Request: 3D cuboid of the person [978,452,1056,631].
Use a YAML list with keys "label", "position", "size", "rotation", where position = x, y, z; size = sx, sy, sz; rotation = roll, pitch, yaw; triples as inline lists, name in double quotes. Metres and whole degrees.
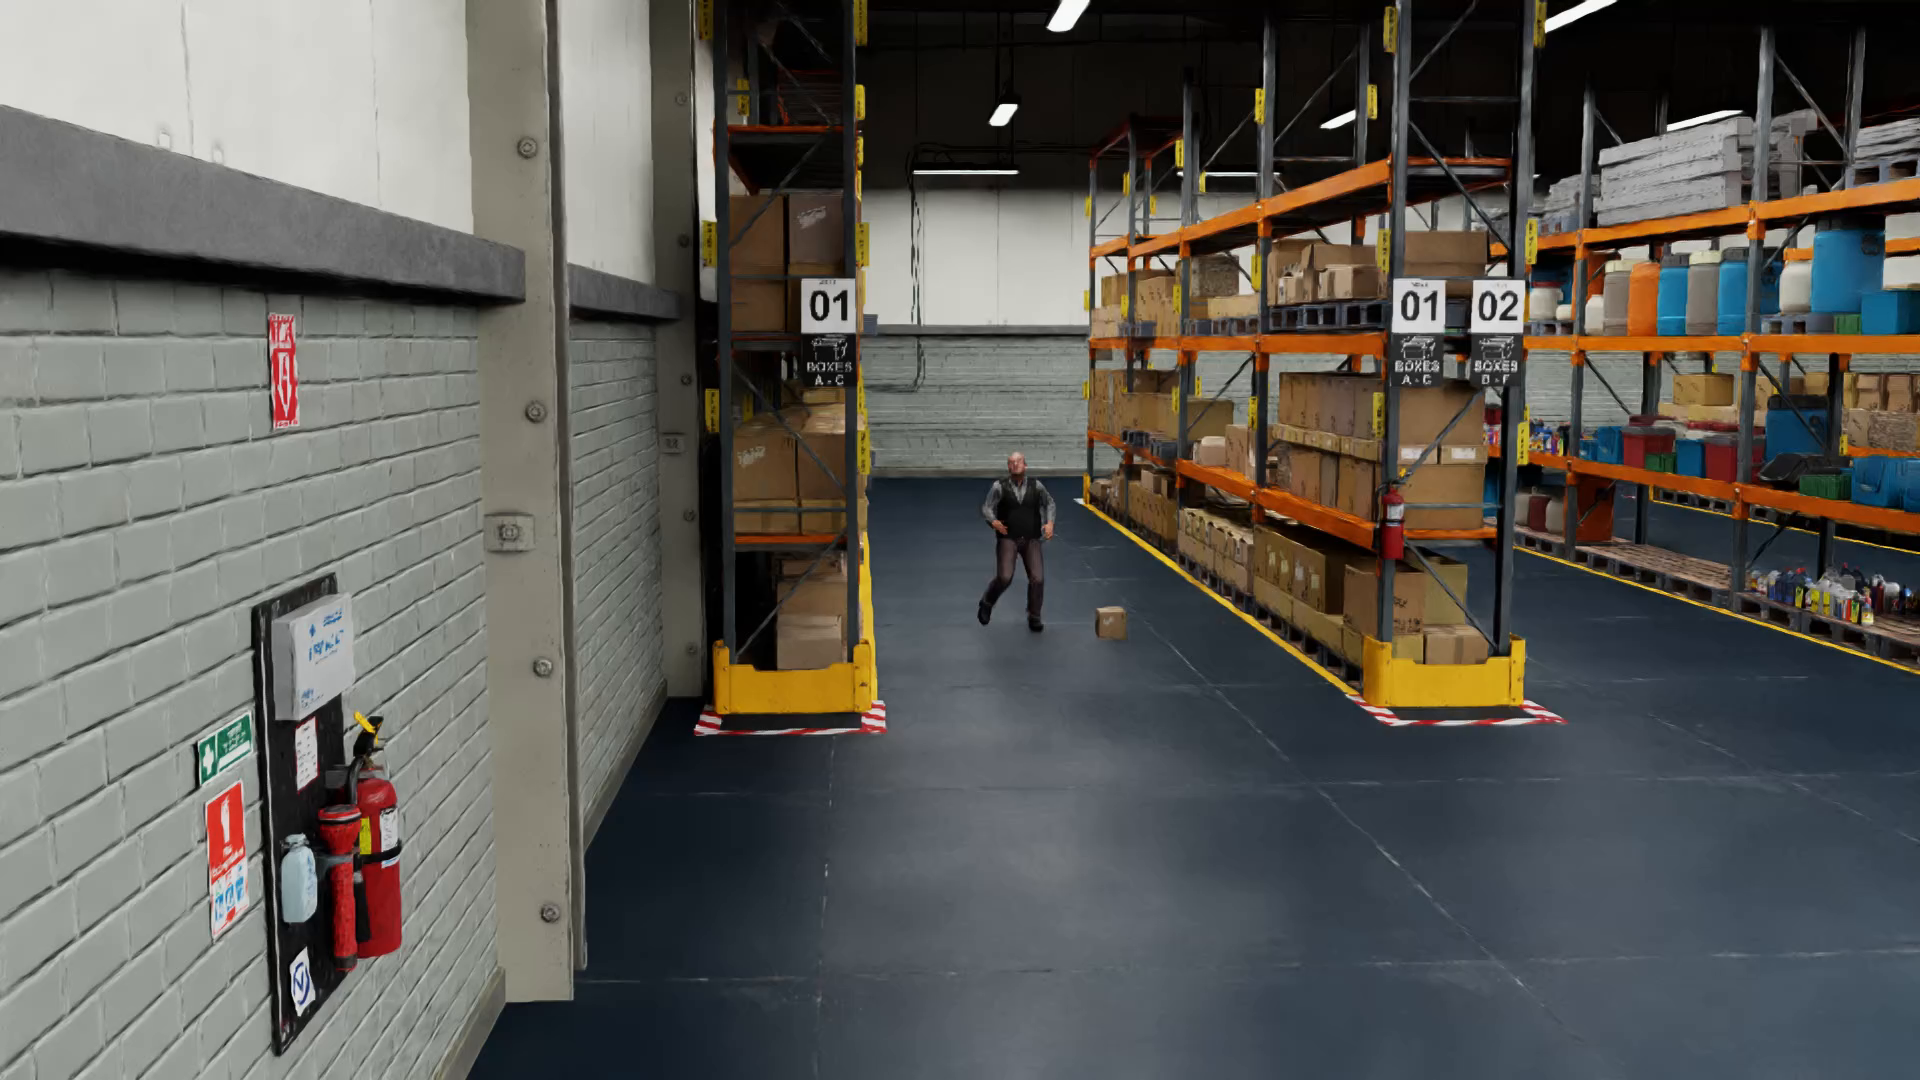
- label: "person"
  position: [0.566, 0.011, 15.906]
  size: [0.772, 1.692, 0.491]
  rotation: [-1, 7, -12]
